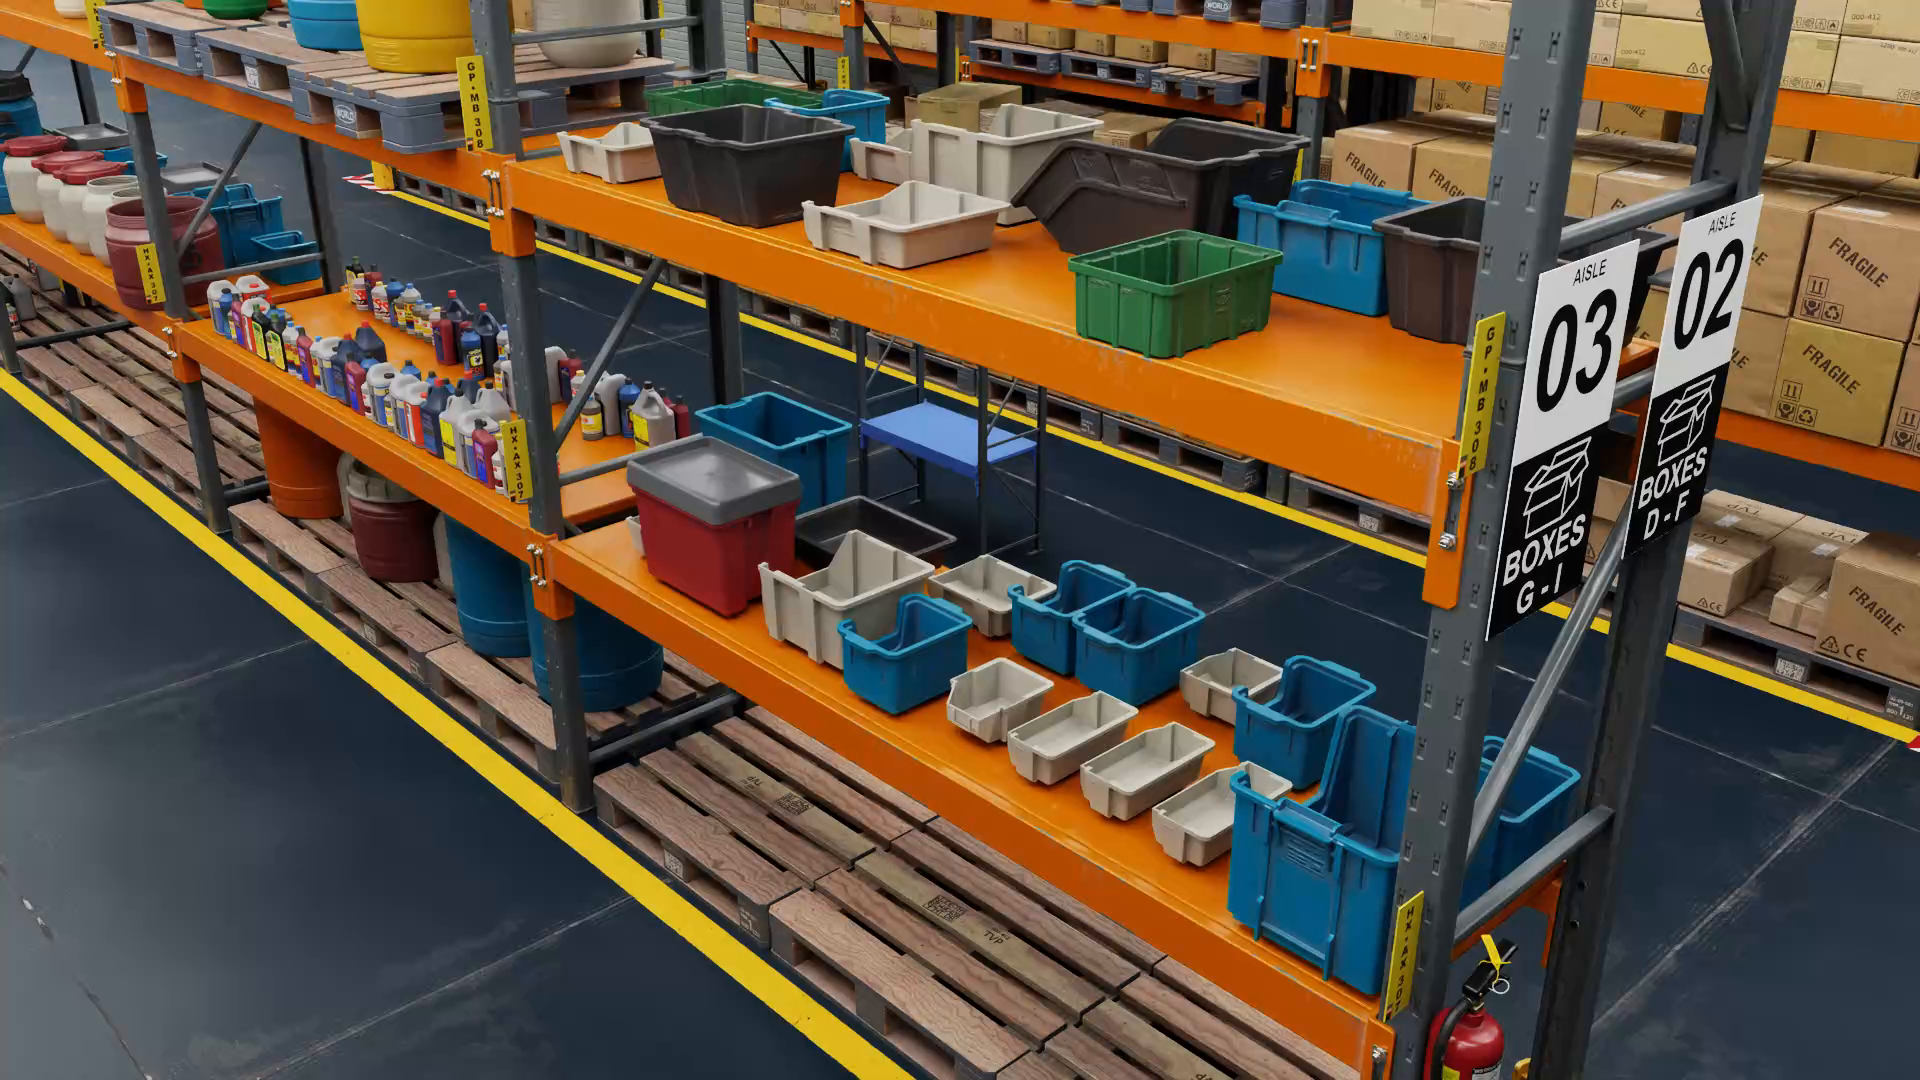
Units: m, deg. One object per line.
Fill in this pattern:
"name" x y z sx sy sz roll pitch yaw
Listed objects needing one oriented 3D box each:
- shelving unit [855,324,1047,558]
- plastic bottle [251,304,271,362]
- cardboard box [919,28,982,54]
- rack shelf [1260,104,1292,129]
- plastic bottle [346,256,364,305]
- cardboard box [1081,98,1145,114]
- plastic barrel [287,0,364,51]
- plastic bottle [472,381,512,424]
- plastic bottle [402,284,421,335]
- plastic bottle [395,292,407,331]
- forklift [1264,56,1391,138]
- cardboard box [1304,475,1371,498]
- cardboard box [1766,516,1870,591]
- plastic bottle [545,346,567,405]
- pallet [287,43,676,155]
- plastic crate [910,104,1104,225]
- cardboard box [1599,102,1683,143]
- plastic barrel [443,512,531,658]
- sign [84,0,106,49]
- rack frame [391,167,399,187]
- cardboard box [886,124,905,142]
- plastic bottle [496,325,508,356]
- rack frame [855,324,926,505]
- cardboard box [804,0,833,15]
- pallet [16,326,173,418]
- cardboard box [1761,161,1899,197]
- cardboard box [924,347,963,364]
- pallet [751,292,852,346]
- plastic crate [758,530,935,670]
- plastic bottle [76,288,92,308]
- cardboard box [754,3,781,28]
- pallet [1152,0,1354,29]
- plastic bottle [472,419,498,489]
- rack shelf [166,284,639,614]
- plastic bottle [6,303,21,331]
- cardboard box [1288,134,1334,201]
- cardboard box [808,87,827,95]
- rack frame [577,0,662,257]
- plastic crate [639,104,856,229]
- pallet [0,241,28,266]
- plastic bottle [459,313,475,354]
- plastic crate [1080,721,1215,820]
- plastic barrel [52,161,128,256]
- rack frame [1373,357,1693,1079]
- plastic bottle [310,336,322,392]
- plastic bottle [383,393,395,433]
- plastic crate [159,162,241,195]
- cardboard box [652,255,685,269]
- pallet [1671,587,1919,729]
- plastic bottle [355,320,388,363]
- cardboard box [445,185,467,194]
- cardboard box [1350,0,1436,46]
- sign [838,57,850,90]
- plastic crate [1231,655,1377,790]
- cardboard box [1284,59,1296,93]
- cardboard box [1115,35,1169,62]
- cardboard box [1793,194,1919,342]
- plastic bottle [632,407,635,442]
"shelving unit" -0.058 -0.708 9.495 0.538 1.500 1.048 -21 32 -38
"plastic bottle" -3.621 -1.079 8.642 0.061 0.283 0.133 -21 32 -38
"cardboard box" -0.102 -5.569 18.500 0.500 0.250 0.500 -21 32 -38
"rack shelf" 4.543 -3.426 14.512 1.077 0.370 4.000 -21 32 -38
"plastic bottle" -3.467 -1.494 9.551 0.061 0.283 0.133 -21 32 -38
"cardboard box" 1.620 -4.468 17.507 0.500 0.250 0.500 -22 33 -40
"plastic barrel" -2.599 -2.594 7.098 0.600 0.901 0.708 -21 32 -38
"plastic bottle" -2.083 -0.541 7.381 0.144 0.351 0.185 -21 32 -38
"plastic bottle" -2.978 -1.260 9.054 0.097 0.271 0.097 0 25 0
"plastic bottle" -3.044 -1.258 9.133 0.097 0.201 0.097 0 25 0
"forklift" 2.555 -3.118 13.054 1.130 2.935 3.031 -20 31 -37
"cardboard box" 2.426 -0.529 10.005 0.500 0.311 0.500 -21 32 -38
"cardboard box" 4.525 0.125 8.644 0.500 0.250 0.500 -21 32 -38
"plastic bottle" -1.992 -0.809 8.059 0.152 0.276 0.135 -21 32 -38
"pallet" -1.928 -1.825 6.750 1.213 0.211 1.003 -21 32 -38
"plastic crate" 0.123 -1.195 5.283 0.437 0.282 0.530 -21 32 -38
"cardboard box" 5.411 -3.405 13.098 0.500 0.500 0.500 -22 32 -39
"plastic barrel" -2.165 0.043 8.064 0.600 0.901 0.708 -21 32 -38
"sign" -4.452 -2.707 8.583 0.100 0.325 0.005 -21 32 -38
"rack frame" -5.905 -5.376 17.921 1.000 3.000 0.127 -21 32 -38
"cardboard box" -0.654 -3.035 12.895 0.500 0.311 0.500 -19 31 -35
"plastic bottle" -2.277 -0.950 8.373 0.097 0.271 0.097 0 25 0
"rack frame" -0.406 -0.862 9.833 0.500 1.500 0.032 -21 32 -38
"cardboard box" -1.505 -6.524 19.690 0.500 0.500 0.500 23 33 40
"pallet" -6.224 -1.265 12.268 1.003 0.211 1.213 -21 32 -38
"cardboard box" 4.219 -1.548 8.203 0.500 0.500 0.500 -21 32 -38
"cardboard box" 0.028 -1.639 12.211 0.500 0.500 0.500 22 33 40
"pallet" -0.971 -1.944 13.758 1.003 0.211 1.213 -21 32 -38
"plastic crate" -0.412 0.205 5.757 0.437 0.282 0.530 -21 32 -38
"plastic bottle" -7.005 -2.005 13.275 0.061 0.283 0.133 -21 32 -38
"cardboard box" -2.190 -6.486 20.509 0.500 0.250 0.500 -22 33 -40
"pallet" 1.903 -3.237 9.845 1.213 0.211 1.003 -21 32 -38
"plastic bottle" -2.018 -0.368 7.084 0.061 0.283 0.133 -21 32 -38
"rack shelf" -2.688 -0.615 8.351 1.077 0.370 4.000 -21 32 -38
"plastic bottle" -7.265 -1.709 12.723 0.097 0.201 0.097 0 25 0
"cardboard box" 2.137 -2.184 10.297 0.500 0.500 0.700 12 27 25
"cardboard box" -1.884 -5.524 20.955 0.500 0.311 0.500 19 31 36
"rack frame" -3.171 -4.164 15.264 1.000 3.000 0.127 -21 32 -38
"plastic crate" -0.672 -1.188 5.283 0.497 0.269 0.590 -21 32 -38
"pallet" -8.886 -2.446 14.858 1.003 0.211 1.213 -21 32 -38
"plastic bottle" -2.513 -1.034 8.543 0.061 0.283 0.133 -21 32 -38
"plastic crate" 0.536 0.680 4.890 0.396 0.136 0.243 -21 32 -38
"plastic barrel" -5.498 -2.117 10.612 0.433 0.535 0.433 0 25 0
"rack frame" 1.413 0.875 4.217 1.000 3.000 0.127 -21 32 -38
"plastic bottle" -3.147 -0.874 8.208 0.097 0.271 0.097 0 25 0
"plastic bottle" -2.612 -0.606 7.703 0.097 0.201 0.097 0 25 0
"plastic crate" -4.936 -2.154 10.780 0.402 0.464 0.583 -21 32 -38
"cardboard box" -2.372 -2.601 14.644 0.500 0.250 0.500 -22 33 -40
"pallet" 4.433 0.476 8.453 1.003 0.211 1.213 -21 32 -38
"plastic bottle" -2.922 -0.918 8.207 0.144 0.351 0.185 -21 32 -38
"cardboard box" -5.015 -3.789 17.248 0.500 0.250 0.500 -21 32 -38
"cardboard box" 2.449 -2.820 8.883 0.500 0.250 0.500 -21 32 -38
"sign" -0.840 -3.321 12.020 0.100 0.325 0.005 -21 32 -38
"plastic crate" 1.034 0.556 5.046 0.416 0.233 0.300 -21 32 -38
"cardboard box" 3.322 -4.329 15.123 0.500 0.500 0.500 -20 31 -37
"cardboard box" 1.980 -5.115 16.698 0.700 0.500 0.500 -21 32 -38
"cardboard box" 4.180 -1.239 7.526 0.500 0.500 0.500 -20 31 -37
"plastic bottle" -1.444 -0.549 7.578 0.097 0.201 0.097 0 25 0
